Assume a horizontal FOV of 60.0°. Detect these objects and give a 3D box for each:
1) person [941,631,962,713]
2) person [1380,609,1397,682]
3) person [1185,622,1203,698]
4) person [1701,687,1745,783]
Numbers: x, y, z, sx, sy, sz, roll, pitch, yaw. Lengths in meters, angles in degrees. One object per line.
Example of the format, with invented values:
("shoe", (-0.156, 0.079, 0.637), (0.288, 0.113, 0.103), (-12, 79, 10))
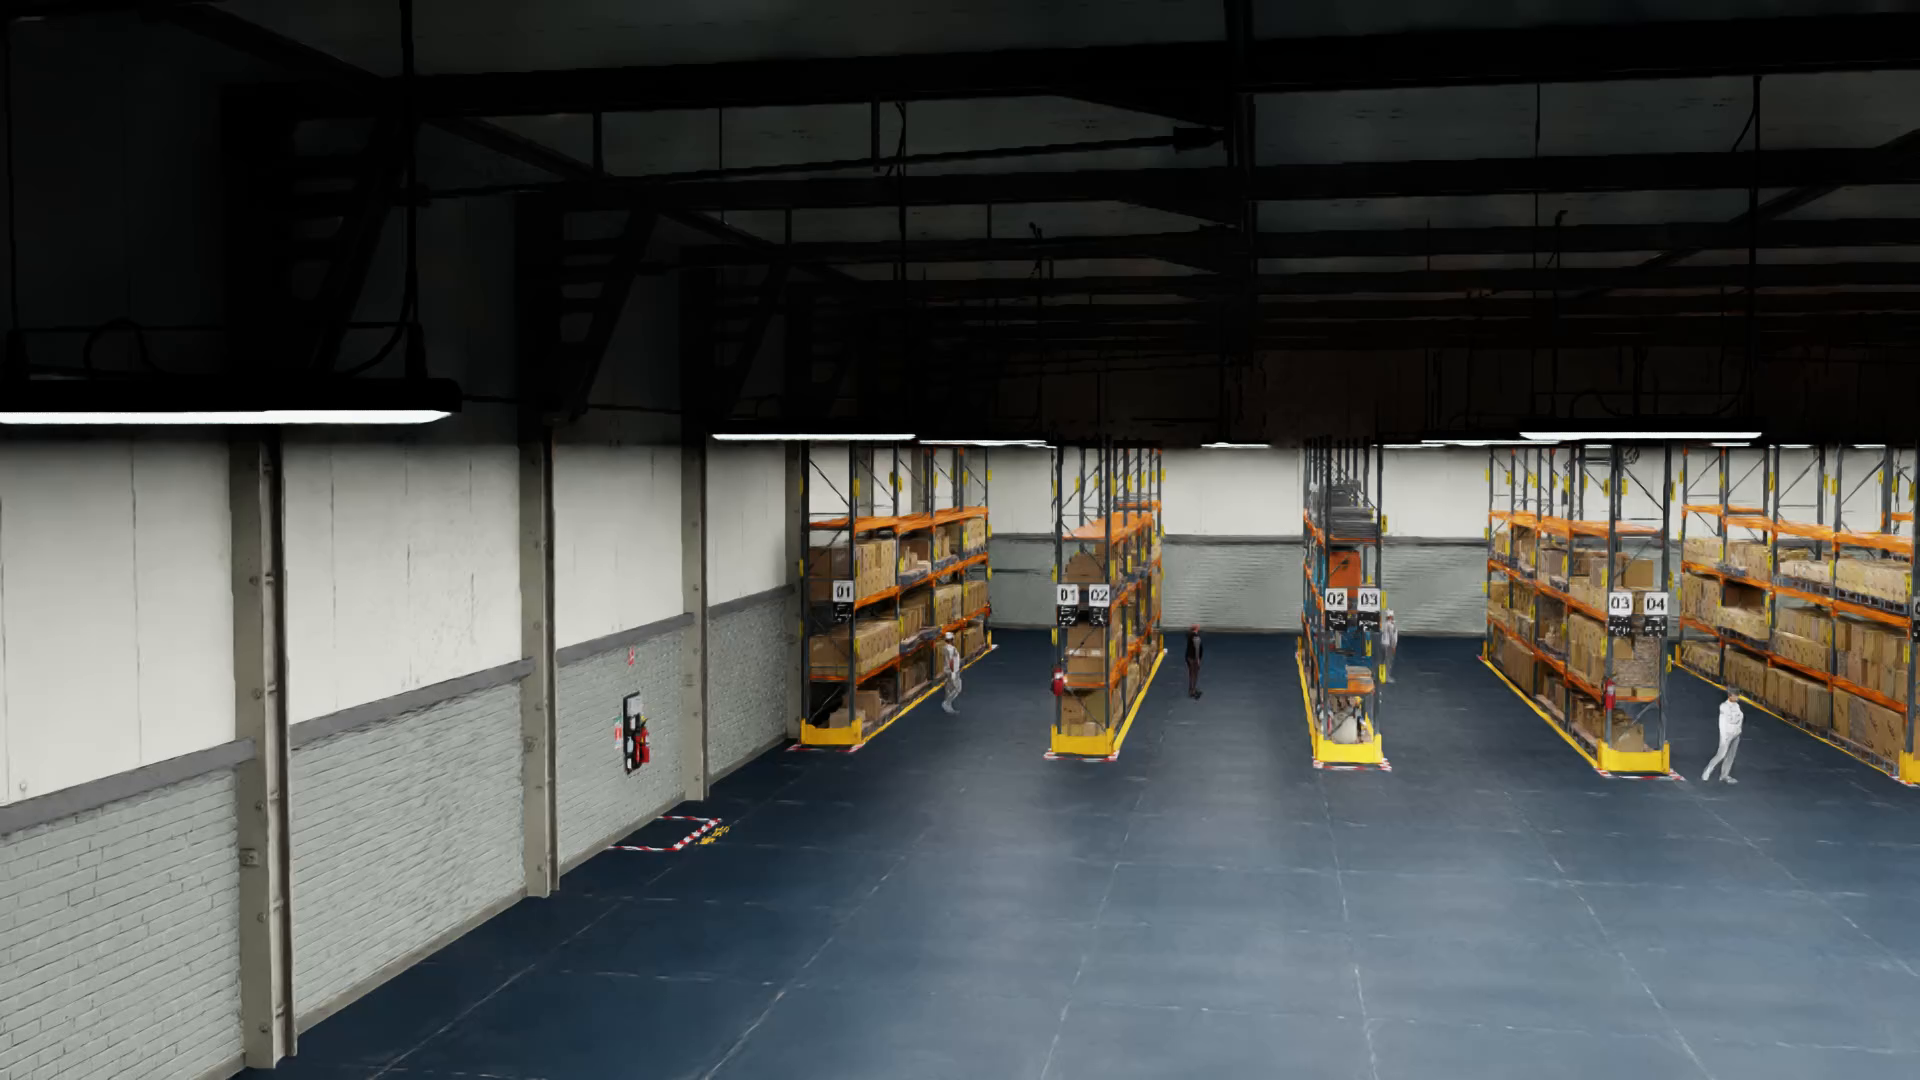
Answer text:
("person", (-0.208, 2.880, 36.111), (0.420, 1.773, 0.604), (-1, 3, -16))
("person", (10.611, 2.595, 41.094), (0.387, 1.776, 0.628), (0, 3, -6))
("person", (5.465, 2.758, 38.542), (0.466, 1.726, 0.595), (-1, 3, -14))
("person", (13.118, 3.346, 28.606), (0.669, 1.663, 0.500), (-2, 4, -31))
